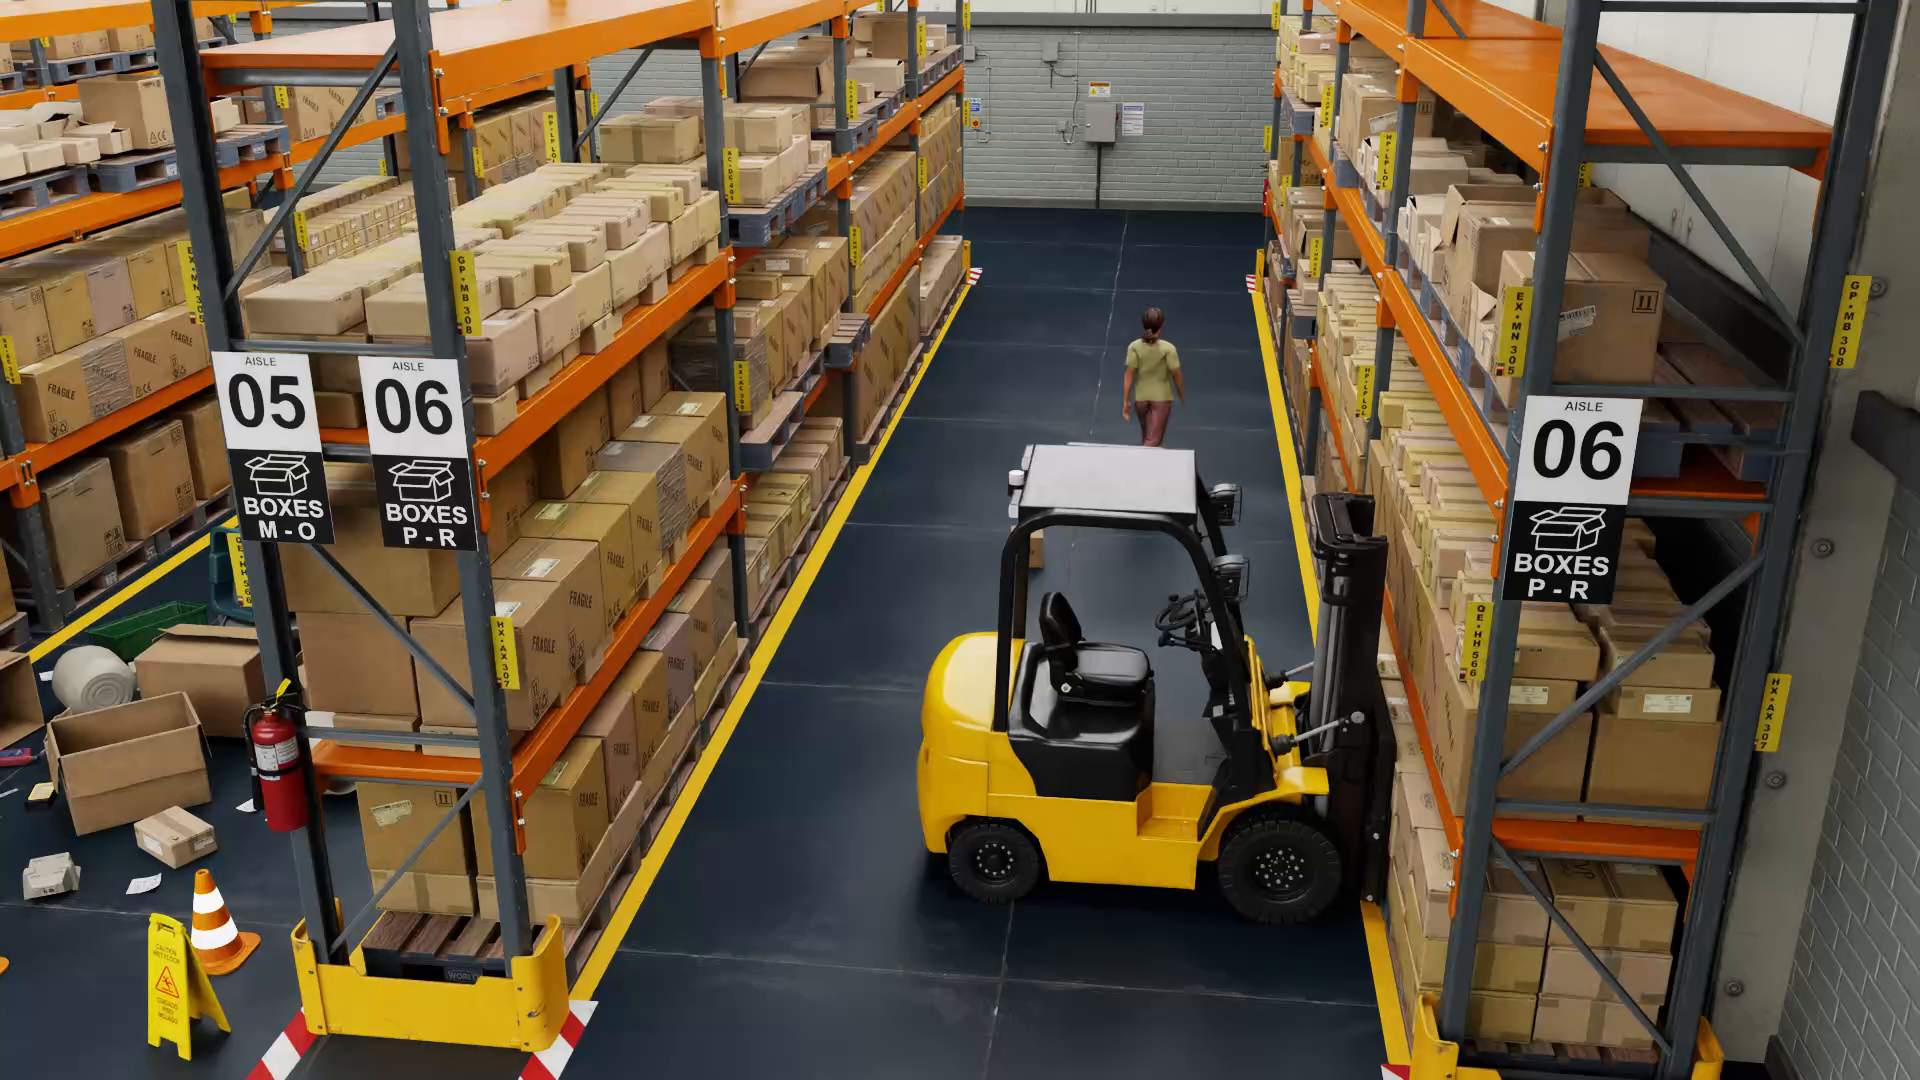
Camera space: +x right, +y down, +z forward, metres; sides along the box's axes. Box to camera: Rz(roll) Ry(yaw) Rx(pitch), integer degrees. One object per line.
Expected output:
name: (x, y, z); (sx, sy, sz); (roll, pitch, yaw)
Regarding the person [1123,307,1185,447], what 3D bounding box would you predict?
person: (1.676, -1.211, 14.206); (0.457, 1.615, 1.027); (10, 23, 24)
